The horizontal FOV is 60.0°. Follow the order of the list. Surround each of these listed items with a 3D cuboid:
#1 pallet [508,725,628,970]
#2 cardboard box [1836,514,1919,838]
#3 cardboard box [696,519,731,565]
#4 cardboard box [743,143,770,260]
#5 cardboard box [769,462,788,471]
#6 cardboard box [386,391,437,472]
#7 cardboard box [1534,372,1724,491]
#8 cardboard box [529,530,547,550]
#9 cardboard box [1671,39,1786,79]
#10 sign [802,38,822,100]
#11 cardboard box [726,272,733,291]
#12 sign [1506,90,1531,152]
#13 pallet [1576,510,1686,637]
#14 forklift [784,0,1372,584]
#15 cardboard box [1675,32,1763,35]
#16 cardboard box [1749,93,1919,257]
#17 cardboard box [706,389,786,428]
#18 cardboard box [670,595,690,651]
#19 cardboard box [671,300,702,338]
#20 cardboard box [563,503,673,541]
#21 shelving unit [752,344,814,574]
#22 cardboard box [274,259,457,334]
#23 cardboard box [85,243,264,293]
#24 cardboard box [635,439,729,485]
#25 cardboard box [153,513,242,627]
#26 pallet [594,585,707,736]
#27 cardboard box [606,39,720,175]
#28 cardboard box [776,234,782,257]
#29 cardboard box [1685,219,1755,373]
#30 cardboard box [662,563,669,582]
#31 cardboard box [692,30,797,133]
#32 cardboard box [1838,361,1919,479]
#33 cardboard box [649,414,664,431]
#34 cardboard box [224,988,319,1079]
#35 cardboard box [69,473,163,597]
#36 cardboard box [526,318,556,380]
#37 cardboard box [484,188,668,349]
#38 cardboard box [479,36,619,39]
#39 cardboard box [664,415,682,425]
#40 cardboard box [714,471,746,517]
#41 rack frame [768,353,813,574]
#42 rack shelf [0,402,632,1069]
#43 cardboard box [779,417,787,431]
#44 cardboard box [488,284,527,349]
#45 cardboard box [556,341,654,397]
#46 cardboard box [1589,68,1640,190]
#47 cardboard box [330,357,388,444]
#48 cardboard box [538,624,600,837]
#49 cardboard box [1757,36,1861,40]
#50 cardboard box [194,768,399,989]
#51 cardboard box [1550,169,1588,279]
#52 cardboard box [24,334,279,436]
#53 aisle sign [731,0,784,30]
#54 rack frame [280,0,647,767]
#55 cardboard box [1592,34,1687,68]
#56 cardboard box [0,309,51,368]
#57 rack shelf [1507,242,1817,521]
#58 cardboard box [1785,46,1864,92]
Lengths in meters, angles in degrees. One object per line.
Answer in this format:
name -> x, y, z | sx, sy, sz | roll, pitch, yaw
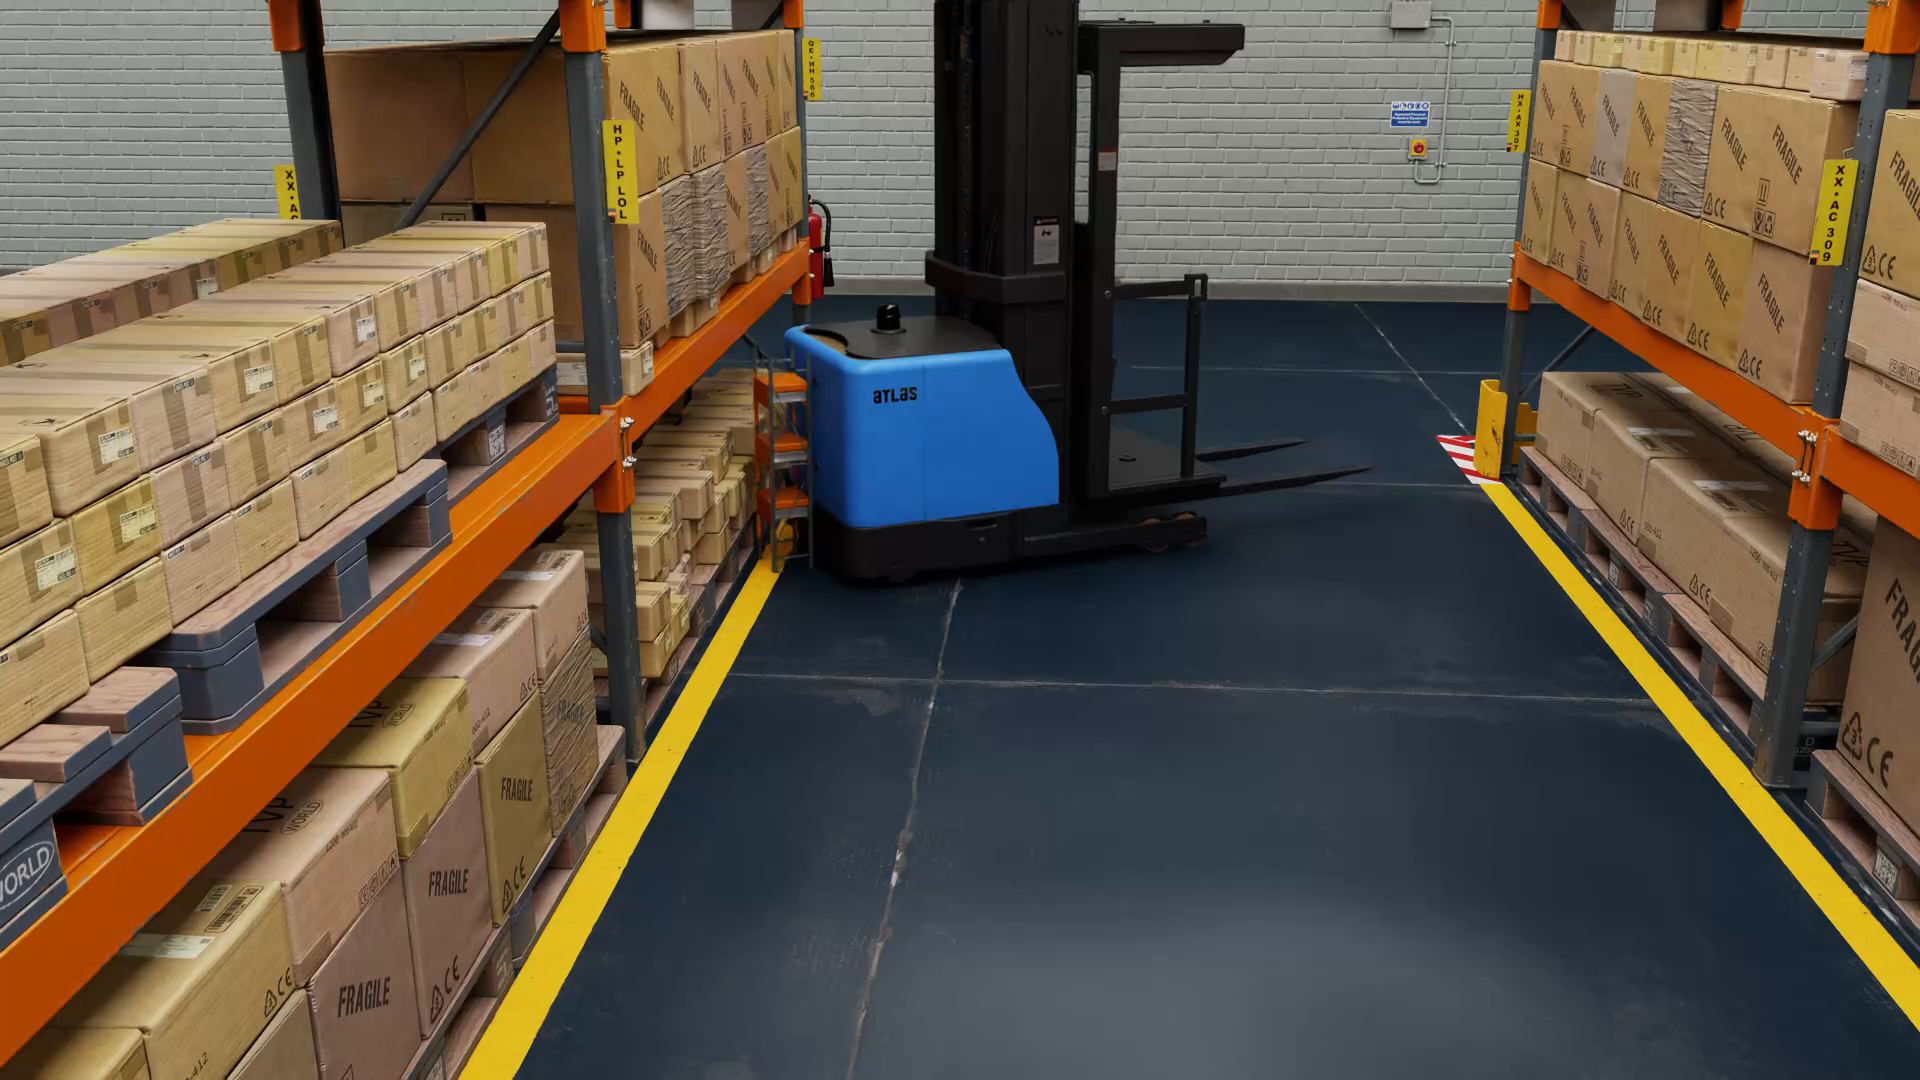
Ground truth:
pallet -> -1.701, 0.921, 5.273 | 1.003, 0.211, 1.213 | 1, 18, 4
cardboard box -> 3.333, 0.438, 5.007 | 0.875, 0.875, 0.875 | 2, 18, 6
cardboard box -> -1.248, 0.000, 7.511 | 0.380, 0.149, 0.250 | 1, 18, 2
cardboard box -> -1.205, -1.614, 7.893 | 0.500, 0.500, 0.500 | 1, 18, 4
cardboard box -> -1.107, -0.483, 8.982 | 0.380, 0.149, 0.250 | 2, 18, 6
cardboard box -> -1.548, -0.276, 4.176 | 0.380, 0.149, 0.250 | 1, 18, 2
cardboard box -> 3.637, -0.584, 8.827 | 0.875, 0.438, 0.875 | 1, 18, 2
cardboard box -> -1.892, -0.047, 6.699 | 0.380, 0.149, 0.250 | 1, 18, 3
cardboard box -> 3.160, -1.973, 6.818 | 0.380, 0.149, 0.250 | 1, 18, 4
sign -> -0.808, -2.570, 9.081 | 0.100, 0.325, 0.005 | 1, 18, 4
cardboard box -> -1.282, -1.263, 7.864 | 0.380, 0.149, 0.250 | 1, 18, 2
sign -> 3.031, -2.272, 9.023 | 0.100, 0.325, 0.005 | 1, 18, 4
pallet -> 3.515, 0.144, 7.644 | 1.003, 0.211, 1.213 | 1, 18, 4
forklift -> 0.683, -1.474, 8.214 | 3.031, 2.935, 1.130 | -8, 20, -22
cardboard box -> 3.764, -2.445, 8.258 | 0.380, 0.149, 0.250 | 2, 18, 5
cardboard box -> 3.056, -1.242, 5.630 | 0.500, 0.500, 0.500 | 1, 18, 3
cardboard box -> -1.113, -0.685, 8.646 | 0.380, 0.149, 0.250 | 1, 18, 3
cardboard box -> -1.281, 0.321, 6.530 | 0.380, 0.149, 0.250 | 2, 18, 6
cardboard box -> -1.280, -0.934, 6.860 | 0.380, 0.149, 0.250 | 2, 18, 5
cardboard box -> -1.368, -0.039, 6.675 | 0.380, 0.149, 0.250 | 1, 18, 3
shelving unit -> -0.841, -0.387, 7.910 | 0.215, 1.050, 0.252 | -7, 19, -22
cardboard box -> -1.538, -0.634, 4.315 | 0.380, 0.149, 0.250 | 1, 18, 4
cardboard box -> -2.169, -0.730, 4.608 | 0.380, 0.149, 0.250 | 1, 18, 4
cardboard box -> -1.278, -0.360, 7.654 | 0.380, 0.149, 0.250 | 1, 18, 4
cardboard box -> -1.628, 0.048, 3.188 | 0.380, 0.149, 0.250 | 2, 18, 6
pallet -> -1.634, 0.470, 6.650 | 1.003, 0.211, 1.213 | 1, 18, 4
cardboard box -> -1.283, -1.762, 6.738 | 0.500, 0.500, 0.500 | 2, 18, 5
cardboard box -> -1.157, -1.585, 8.845 | 0.380, 0.149, 0.250 | 1, 18, 4
cardboard box -> 3.107, -0.924, 6.264 | 0.500, 0.500, 0.500 | 1, 18, 3
cardboard box -> -1.392, 0.106, 6.710 | 0.380, 0.149, 0.250 | 1, 18, 4
cardboard box -> -1.145, -2.404, 8.699 | 0.500, 0.500, 0.500 | 1, 18, 3
cardboard box -> 3.003, -0.365, 4.959 | 0.500, 0.250, 0.500 | 1, 18, 3
cardboard box -> -1.717, -0.618, 8.440 | 0.380, 0.149, 0.250 | 0, 18, 1
cardboard box -> -1.596, 1.215, 3.239 | 0.500, 0.500, 0.500 | 1, 18, 5
cardboard box -> -1.648, -0.016, 2.906 | 0.380, 0.149, 0.250 | 1, 18, 4
cardboard box -> -1.478, -0.598, 5.160 | 0.380, 0.149, 0.250 | 1, 18, 3
cardboard box -> -1.360, -0.983, 5.967 | 0.500, 0.500, 0.500 | 1, 18, 3
cardboard box -> -1.780, -1.942, 7.289 | 0.500, 0.500, 0.500 | 1, 18, 2
cardboard box -> -1.659, -0.555, 8.727 | 0.380, 0.149, 0.250 | 2, 18, 5
cardboard box -> -1.202, -0.216, 7.691 | 0.380, 0.149, 0.250 | 1, 18, 4
rack frame -> -0.792, -0.351, 7.804 | 0.200, 1.050, 0.008 | -7, 19, -22
rack shelf -> -1.790, 0.317, 3.793 | 1.077, 0.370, 4.000 | 1, 18, 4
cardboard box -> -1.113, -0.704, 9.180 | 0.380, 0.149, 0.250 | 1, 18, 2
cardboard box -> -1.496, -0.657, 4.863 | 0.380, 0.149, 0.250 | 1, 18, 4
cardboard box -> -1.300, -0.607, 5.862 | 0.380, 0.149, 0.250 | 2, 18, 6
cardboard box -> 3.207, -1.868, 7.541 | 0.500, 0.500, 0.500 | 1, 18, 3
cardboard box -> -1.569, -0.330, 3.863 | 0.380, 0.149, 0.250 | 1, 18, 4
cardboard box -> -1.449, 0.578, 5.182 | 0.500, 0.500, 0.500 | 1, 18, 3
cardboard box -> 3.722, -2.126, 7.287 | 0.380, 0.149, 0.250 | 2, 18, 5
cardboard box -> -1.558, 0.709, 3.578 | 0.500, 0.250, 0.500 | 1, 18, 4
cardboard box -> 3.255, -1.556, 8.194 | 0.500, 0.500, 0.500 | 1, 18, 3
cardboard box -> -1.615, -0.314, 3.337 | 0.380, 0.149, 0.250 | 2, 18, 6
aisle sign -> -1.056, -3.139, 9.012 | 0.394, 0.787, 0.004 | 1, 18, 4
rack frame -> -1.647, -0.646, 5.576 | 1.000, 3.000, 0.127 | 1, 18, 4
cardboard box -> 3.201, -2.292, 7.794 | 0.380, 0.149, 0.250 | 1, 18, 2
cardboard box -> -2.241, -0.411, 3.634 | 0.380, 0.149, 0.250 | 2, 18, 6
rack shelf -> 3.441, -0.846, 7.343 | 1.077, 0.370, 4.000 | 1, 18, 4
cardboard box -> 3.157, -1.657, 5.854 | 0.380, 0.149, 0.250 | 1, 18, 4
